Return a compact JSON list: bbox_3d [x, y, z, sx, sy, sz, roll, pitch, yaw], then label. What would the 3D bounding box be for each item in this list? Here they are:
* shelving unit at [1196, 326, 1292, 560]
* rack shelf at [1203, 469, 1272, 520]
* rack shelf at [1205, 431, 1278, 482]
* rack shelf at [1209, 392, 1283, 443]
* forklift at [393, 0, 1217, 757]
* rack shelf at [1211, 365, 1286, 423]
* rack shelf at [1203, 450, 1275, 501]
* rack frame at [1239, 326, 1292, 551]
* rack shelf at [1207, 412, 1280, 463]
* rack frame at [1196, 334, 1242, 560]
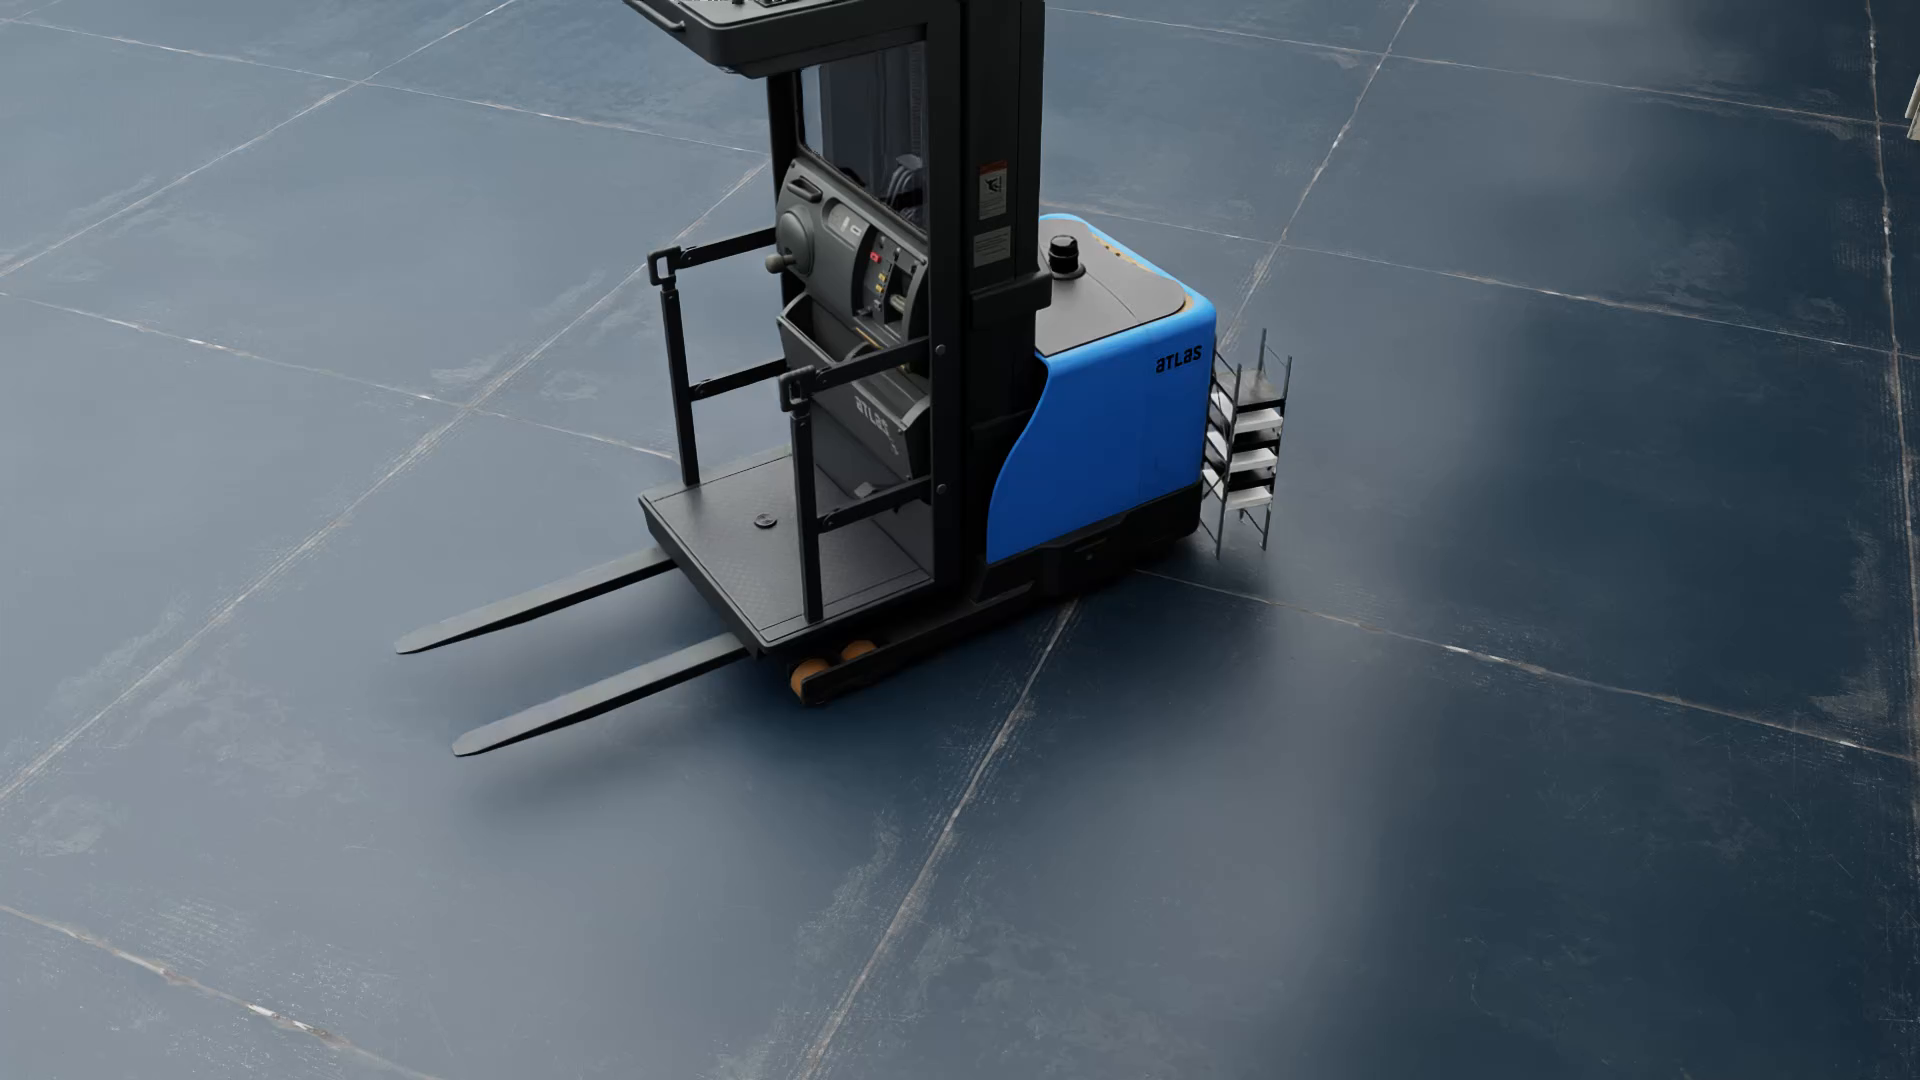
[{"bbox_3d":[1.095,-0.369,6.492,0.210,0.900,0.258,-10,38,-13],"label":"shelving unit"},{"bbox_3d":[1.095,-0.198,6.620,0.200,0.077,0.258,-10,38,-13],"label":"rack shelf"},{"bbox_3d":[1.095,-0.342,6.512,0.200,0.077,0.258,-10,38,-13],"label":"rack shelf"},{"bbox_3d":[1.095,-0.486,6.404,0.200,0.077,0.258,-10,38,-13],"label":"rack shelf"},{"bbox_3d":[-0.552,-0.946,5.567,3.031,2.935,1.130,-21,42,-26],"label":"forklift"},{"bbox_3d":[1.095,-0.559,6.350,0.200,0.077,0.258,-10,38,-13],"label":"rack shelf"},{"bbox_3d":[1.095,-0.270,6.566,0.200,0.077,0.258,-10,38,-13],"label":"rack shelf"},{"bbox_3d":[1.192,-0.387,6.516,0.006,0.900,0.240,-10,38,-13],"label":"rack frame"},{"bbox_3d":[1.095,-0.414,6.458,0.200,0.077,0.258,-10,38,-13],"label":"rack shelf"},{"bbox_3d":[0.998,-0.351,6.469,0.006,0.900,0.240,-10,38,-13],"label":"rack frame"}]
